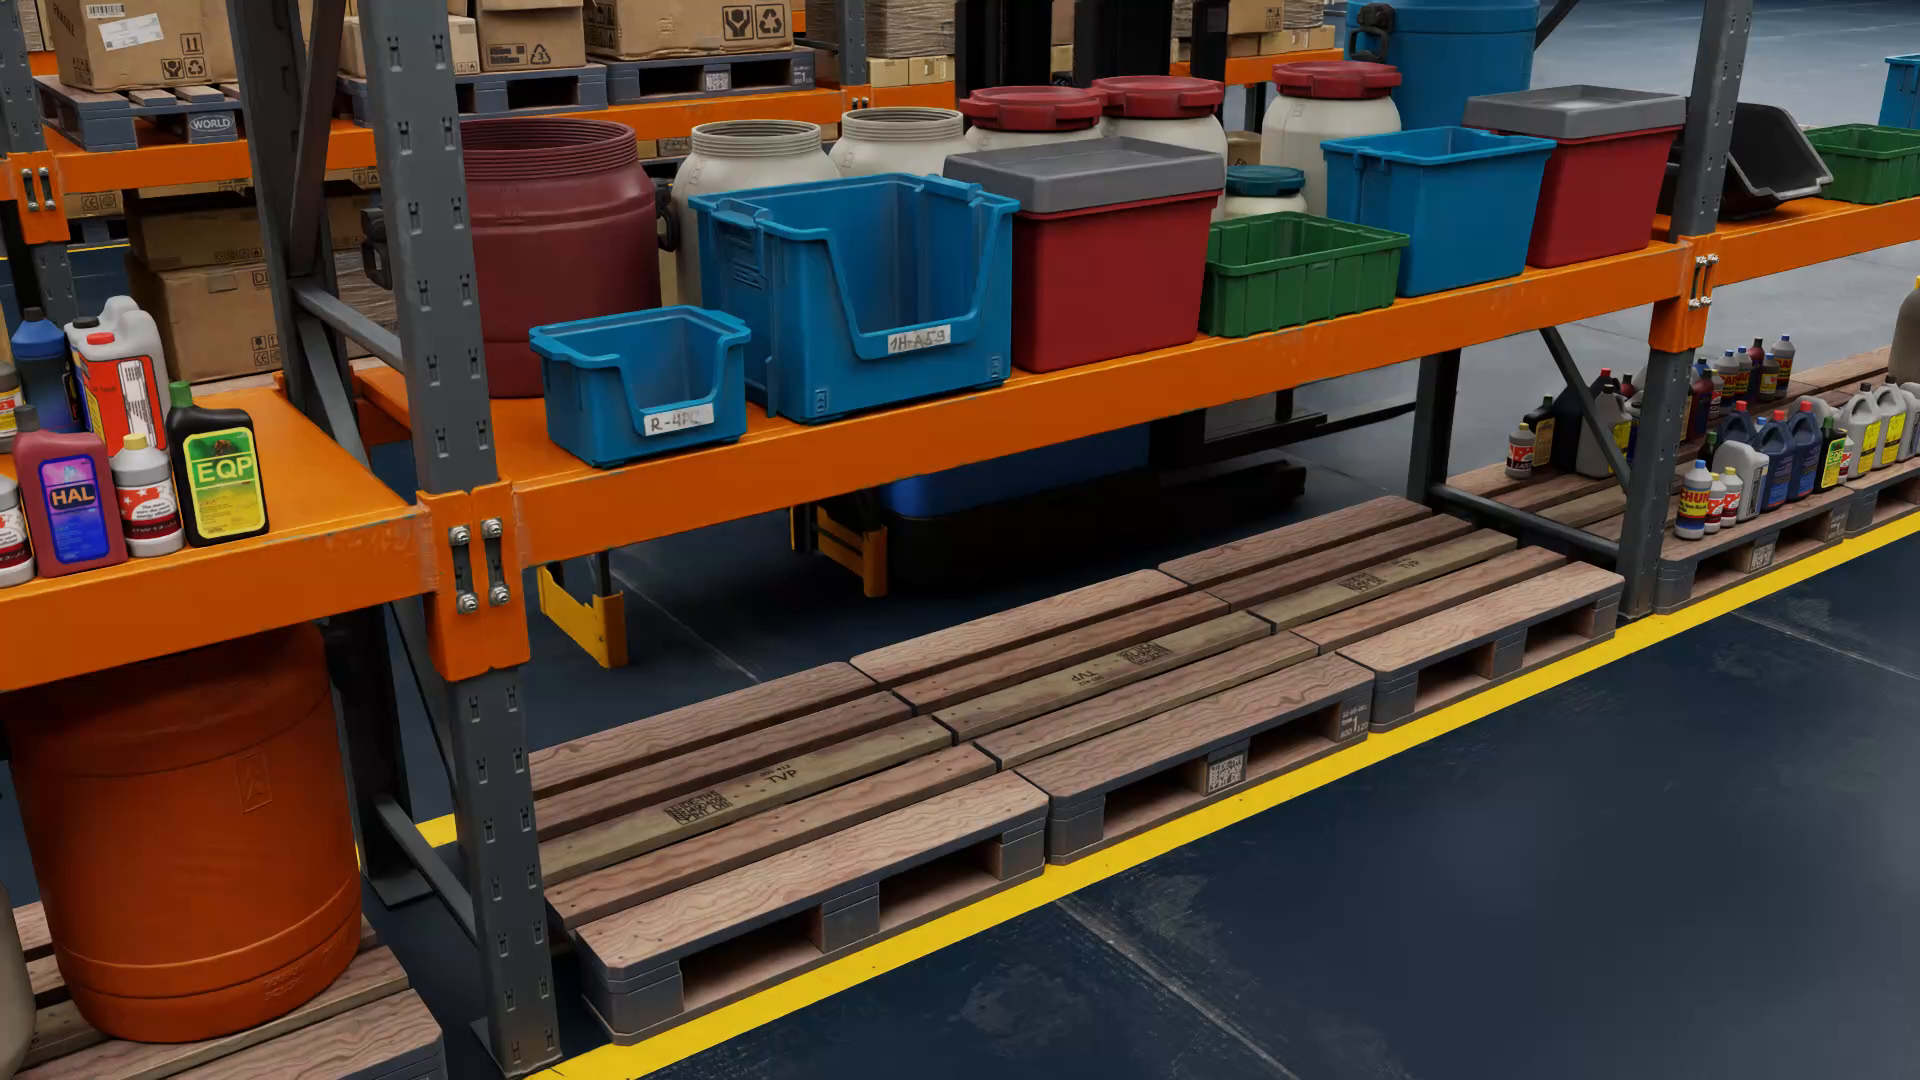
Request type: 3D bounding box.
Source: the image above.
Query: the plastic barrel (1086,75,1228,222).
[{"bbox_3d":[0.550,-1.037,4.763,0.433,0.535,0.433,0,22,0],"label":"plastic barrel"}]

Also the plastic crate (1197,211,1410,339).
[{"bbox_3d":[0.801,-0.713,4.422,0.662,0.188,0.450,-15,26,-33],"label":"plastic crate"}]

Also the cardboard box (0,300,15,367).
[{"bbox_3d":[-4.662,-0.963,7.062,0.875,0.875,1.225,-16,27,-35],"label":"cardboard box"}]

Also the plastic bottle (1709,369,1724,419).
[{"bbox_3d":[3.203,-0.628,7.104,0.097,0.201,0.097,0,22,0],"label":"plastic bottle"}]

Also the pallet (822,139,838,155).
[{"bbox_3d":[-1.014,-3.651,15.262,1.213,0.211,1.003,-15,26,-33],"label":"pallet"}]

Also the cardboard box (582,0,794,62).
[{"bbox_3d":[-1.569,-3.107,8.760,1.000,1.000,1.000,-15,26,-33],"label":"cardboard box"}]

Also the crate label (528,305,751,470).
[{"bbox_3d":[-0.636,-0.308,3.347,0.416,0.233,0.303,-15,26,-33],"label":"crate label"}]

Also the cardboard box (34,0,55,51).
[{"bbox_3d":[-5.971,-3.585,11.198,0.500,0.500,0.500,-15,26,-33],"label":"cardboard box"}]

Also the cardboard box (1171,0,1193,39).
[{"bbox_3d":[1.175,-3.463,10.492,0.500,0.500,0.875,-15,26,-33],"label":"cardboard box"}]

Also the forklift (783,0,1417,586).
[{"bbox_3d":[0.792,-1.605,6.463,3.031,2.935,1.130,-14,26,-32],"label":"forklift"}]

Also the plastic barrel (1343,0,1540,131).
[{"bbox_3d":[1.559,-1.514,5.466,0.708,0.901,0.600,-15,26,-33],"label":"plastic barrel"}]

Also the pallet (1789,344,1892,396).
[{"bbox_3d":[4.600,-0.639,7.713,1.213,0.211,1.003,-15,26,-33],"label":"pallet"}]

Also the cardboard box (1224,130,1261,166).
[{"bbox_3d":[1.888,-2.533,11.503,0.500,0.500,0.500,-10,24,-23],"label":"cardboard box"}]

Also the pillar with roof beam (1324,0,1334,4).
[{"bbox_3d":[9.749,-13.611,28.364,0.400,9.000,9.100,-15,26,-33],"label":"pillar with roof beam"}]

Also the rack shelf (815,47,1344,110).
[{"bbox_3d":[0.781,-2.862,10.492,4.000,0.370,1.077,-15,26,-33],"label":"rack shelf"}]

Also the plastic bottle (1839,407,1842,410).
[{"bbox_3d":[3.491,-0.428,6.603,0.097,0.201,0.097,0,22,0],"label":"plastic bottle"}]

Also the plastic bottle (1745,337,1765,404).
[{"bbox_3d":[3.449,-0.740,7.274,0.133,0.283,0.061,-14,26,-32],"label":"plastic bottle"}]

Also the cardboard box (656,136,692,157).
[{"bbox_3d":[-2.376,-3.797,14.165,0.875,0.875,0.875,-15,26,-32],"label":"cardboard box"}]

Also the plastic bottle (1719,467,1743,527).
[{"bbox_3d":[2.730,-0.159,5.930,0.097,0.201,0.097,0,22,0],"label":"plastic bottle"}]

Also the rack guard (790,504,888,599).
[{"bbox_3d":[-0.447,-0.004,6.069,0.087,0.250,0.587,-14,26,-32],"label":"rack guard"}]

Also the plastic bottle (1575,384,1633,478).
[{"bbox_3d":[2.489,-0.430,6.407,0.185,0.351,0.144,-15,26,-33],"label":"plastic bottle"}]

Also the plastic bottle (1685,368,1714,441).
[{"bbox_3d":[3.019,-0.556,6.813,0.133,0.283,0.061,-15,26,-33],"label":"plastic bottle"}]

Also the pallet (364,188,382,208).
[{"bbox_3d":[-4.240,-2.793,13.110,1.213,0.211,1.003,-15,26,-33],"label":"pallet"}]

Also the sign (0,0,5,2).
[{"bbox_3d":[-3.763,-2.269,6.473,0.005,0.325,0.100,-15,26,-33],"label":"sign"}]

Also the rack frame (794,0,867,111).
[{"bbox_3d":[-0.843,-2.763,9.274,0.127,3.000,1.000,-15,26,-33],"label":"rack frame"}]

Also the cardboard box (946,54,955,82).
[{"bbox_3d":[-0.095,-2.715,9.493,0.250,0.149,0.380,-15,26,-33],"label":"cardboard box"}]

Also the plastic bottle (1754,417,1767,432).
[{"bbox_3d":[2.995,-0.328,6.259,0.097,0.271,0.097,0,22,0],"label":"plastic bottle"}]

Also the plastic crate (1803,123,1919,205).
[{"bbox_3d":[3.317,-1.384,6.103,0.662,0.188,0.450,-15,26,-33],"label":"plastic crate"}]

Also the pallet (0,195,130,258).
[{"bbox_3d":[-6.220,-2.265,11.786,1.213,0.211,1.003,-15,26,-33],"label":"pallet"}]

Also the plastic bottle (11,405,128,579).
[{"bbox_3d":[-1.464,-0.087,2.726,0.133,0.283,0.061,-15,26,-33],"label":"plastic bottle"}]

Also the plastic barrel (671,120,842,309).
[{"bbox_3d":[-0.487,-0.746,4.069,0.421,0.512,0.421,0,22,0],"label":"plastic barrel"}]

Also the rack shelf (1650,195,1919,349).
[{"bbox_3d":[3.673,-1.372,6.758,4.000,0.370,1.077,-15,26,-33],"label":"rack shelf"}]

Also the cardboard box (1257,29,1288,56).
[{"bbox_3d":[1.917,-3.265,10.871,0.250,0.149,0.380,-15,26,-33],"label":"cardboard box"}]

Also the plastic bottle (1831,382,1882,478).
[{"bbox_3d":[3.446,-0.430,6.407,0.185,0.351,0.144,-15,26,-33],"label":"plastic bottle"}]

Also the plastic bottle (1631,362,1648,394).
[{"bbox_3d":[2.822,-0.585,6.795,0.185,0.351,0.144,-15,26,-33],"label":"plastic bottle"}]

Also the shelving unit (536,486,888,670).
[{"bbox_3d":[-0.857,-0.480,5.575,1.083,1.500,0.587,-14,26,-32],"label":"shelving unit"}]

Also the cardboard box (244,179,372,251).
[{"bbox_3d":[-3.139,-1.561,8.029,0.500,0.250,0.500,-12,25,-27],"label":"cardboard box"}]

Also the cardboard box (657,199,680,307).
[{"bbox_3d":[-1.752,-1.583,9.095,0.500,0.500,0.700,-15,26,-33],"label":"cardboard box"}]

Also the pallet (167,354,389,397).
[{"bbox_3d":[-3.454,-0.771,8.044,1.213,0.211,1.003,-15,26,-33],"label":"pallet"}]

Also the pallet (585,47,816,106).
[{"bbox_3d":[-1.548,-2.553,9.005,1.213,0.211,1.003,-15,26,-33],"label":"pallet"}]

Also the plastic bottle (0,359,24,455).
[{"bbox_3d":[-1.926,-0.281,3.321,0.097,0.201,0.097,0,22,0],"label":"plastic bottle"}]

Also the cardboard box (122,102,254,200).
[{"bbox_3d":[-5.650,-2.857,11.977,0.750,0.750,1.050,-14,26,-32],"label":"cardboard box"}]

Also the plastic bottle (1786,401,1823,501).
[{"bbox_3d":[3.101,-0.338,6.177,0.185,0.351,0.144,-16,27,-35],"label":"plastic bottle"}]

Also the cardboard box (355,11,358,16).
[{"bbox_3d":[-2.894,-2.472,8.160,0.258,0.266,0.396,-16,27,-34],"label":"cardboard box"}]

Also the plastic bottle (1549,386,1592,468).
[{"bbox_3d":[2.404,-0.473,6.516,0.185,0.351,0.144,-16,27,-34],"label":"plastic bottle"}]

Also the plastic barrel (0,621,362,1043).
[{"bbox_3d":[-1.584,0.516,3.416,0.708,0.830,0.600,-15,26,-33],"label":"plastic barrel"}]

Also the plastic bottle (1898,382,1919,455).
[{"bbox_3d":[3.842,-0.503,6.690,0.135,0.276,0.152,-15,26,-32],"label":"plastic bottle"}]

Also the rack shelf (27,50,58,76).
[{"bbox_3d":[-5.281,-3.510,12.117,4.000,0.370,1.077,-15,26,-33],"label":"rack shelf"}]

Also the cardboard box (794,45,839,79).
[{"bbox_3d":[-0.840,-2.782,9.659,0.250,0.149,0.380,-15,26,-33],"label":"cardboard box"}]

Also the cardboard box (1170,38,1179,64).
[{"bbox_3d":[1.137,-3.032,10.287,0.250,0.149,0.380,-15,26,-33],"label":"cardboard box"}]
